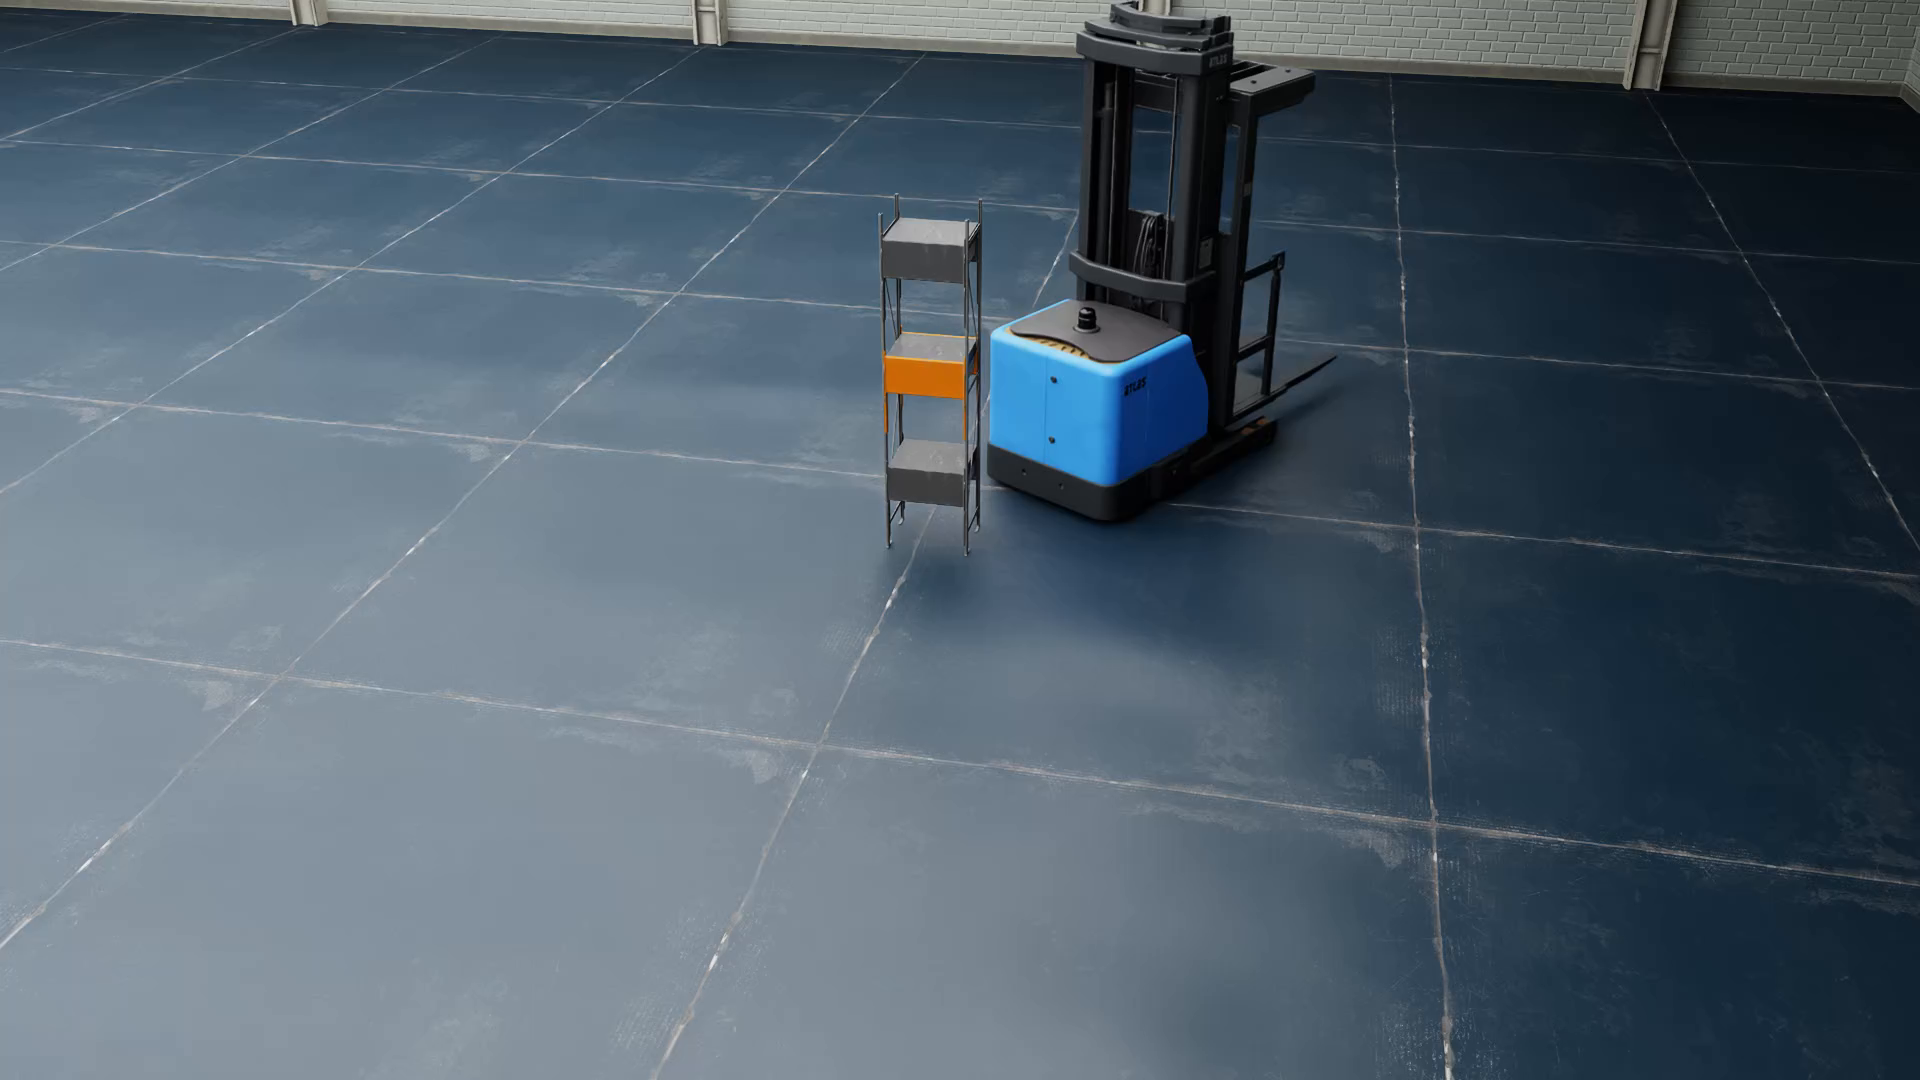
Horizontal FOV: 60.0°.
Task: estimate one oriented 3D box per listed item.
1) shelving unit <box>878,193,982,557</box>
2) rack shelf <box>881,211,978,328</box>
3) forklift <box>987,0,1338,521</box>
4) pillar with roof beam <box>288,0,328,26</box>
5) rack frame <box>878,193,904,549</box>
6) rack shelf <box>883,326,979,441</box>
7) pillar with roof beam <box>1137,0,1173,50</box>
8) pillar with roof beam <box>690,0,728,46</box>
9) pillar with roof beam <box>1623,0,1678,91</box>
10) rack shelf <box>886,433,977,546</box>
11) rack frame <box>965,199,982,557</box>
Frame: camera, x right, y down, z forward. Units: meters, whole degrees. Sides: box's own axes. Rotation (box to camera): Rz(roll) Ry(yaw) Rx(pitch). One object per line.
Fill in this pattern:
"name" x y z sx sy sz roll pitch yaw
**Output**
"shelving unit" -0.162 -0.938 9.776 0.503 2.100 0.431 6 29 11
"rack shelf" -0.162 -1.540 9.447 0.480 0.518 0.431 6 29 11
"forklift" 1.535 -2.030 10.906 1.130 2.935 3.031 23 36 36
"pillar with roof beam" -10.146 -9.291 17.849 0.400 9.000 9.100 6 29 11
"rack frame" -0.401 -0.962 9.821 0.015 2.100 0.400 6 29 11
"rack shelf" -0.162 -0.926 9.783 0.480 0.518 0.431 6 29 11
"pillar with roof beam" 1.590 -8.087 15.651 0.400 9.000 9.100 6 29 11
"pillar with roof beam" -4.278 -8.689 16.750 0.400 9.000 9.100 6 29 11
"pillar with roof beam" 7.457 -7.486 14.552 0.400 9.000 9.100 6 29 11
"rack shelf" -0.162 -0.312 10.119 0.480 0.518 0.431 6 29 11
"rack frame" 0.077 -0.913 9.731 0.015 2.100 0.400 6 29 11
